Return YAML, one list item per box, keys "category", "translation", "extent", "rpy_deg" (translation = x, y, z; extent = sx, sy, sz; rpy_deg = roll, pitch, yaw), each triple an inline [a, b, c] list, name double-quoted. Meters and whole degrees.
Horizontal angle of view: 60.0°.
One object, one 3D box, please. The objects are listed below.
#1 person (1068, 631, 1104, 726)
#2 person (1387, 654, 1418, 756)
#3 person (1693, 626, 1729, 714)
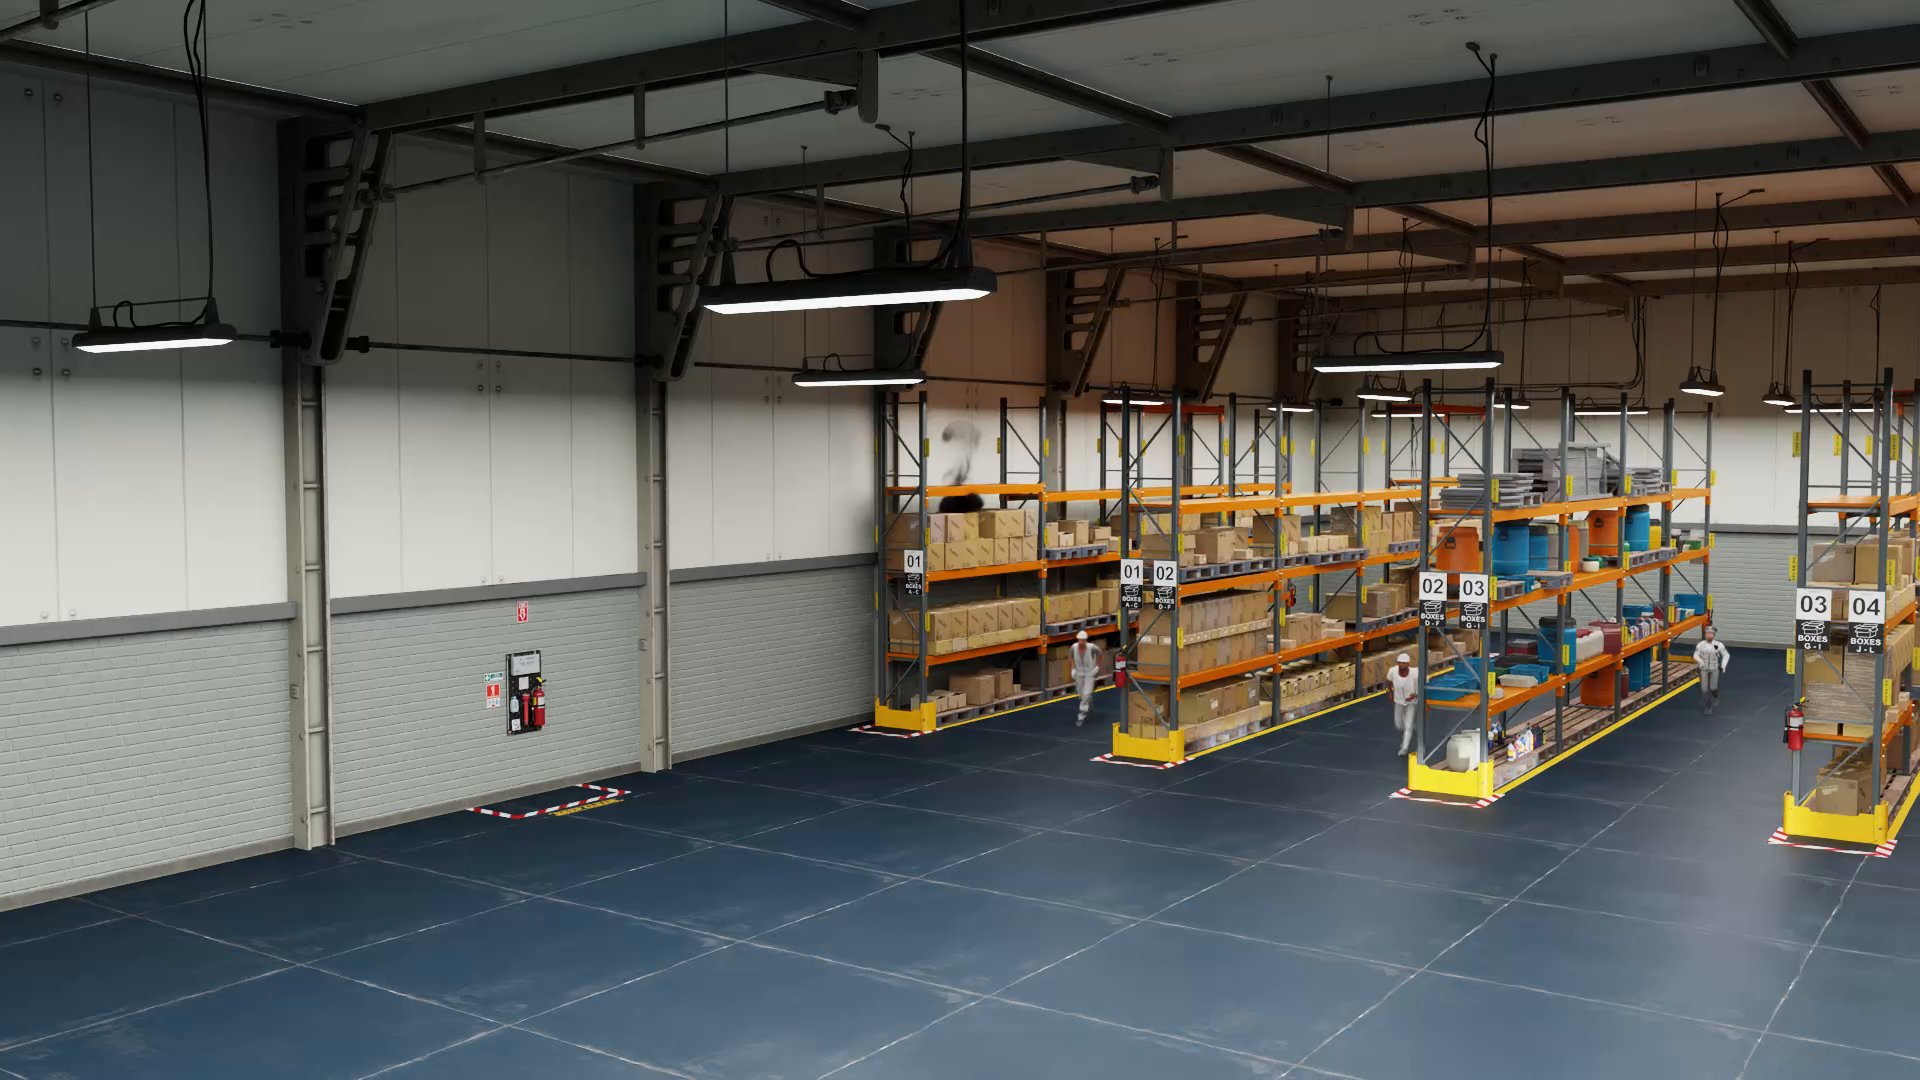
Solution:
- category: "person"
  translation: [2.308, 2.488, 30.252]
  extent: [0.668, 1.731, 0.988]
  rpy_deg: [1, 3, 15]
- category: "person"
  translation: [7.284, 2.671, 27.133]
  extent: [0.693, 1.689, 0.775]
  rpy_deg: [2, 4, 28]
- category: "person"
  translation: [14.082, 2.443, 31.229]
  extent: [0.605, 1.659, 0.529]
  rpy_deg: [2, 4, 32]
